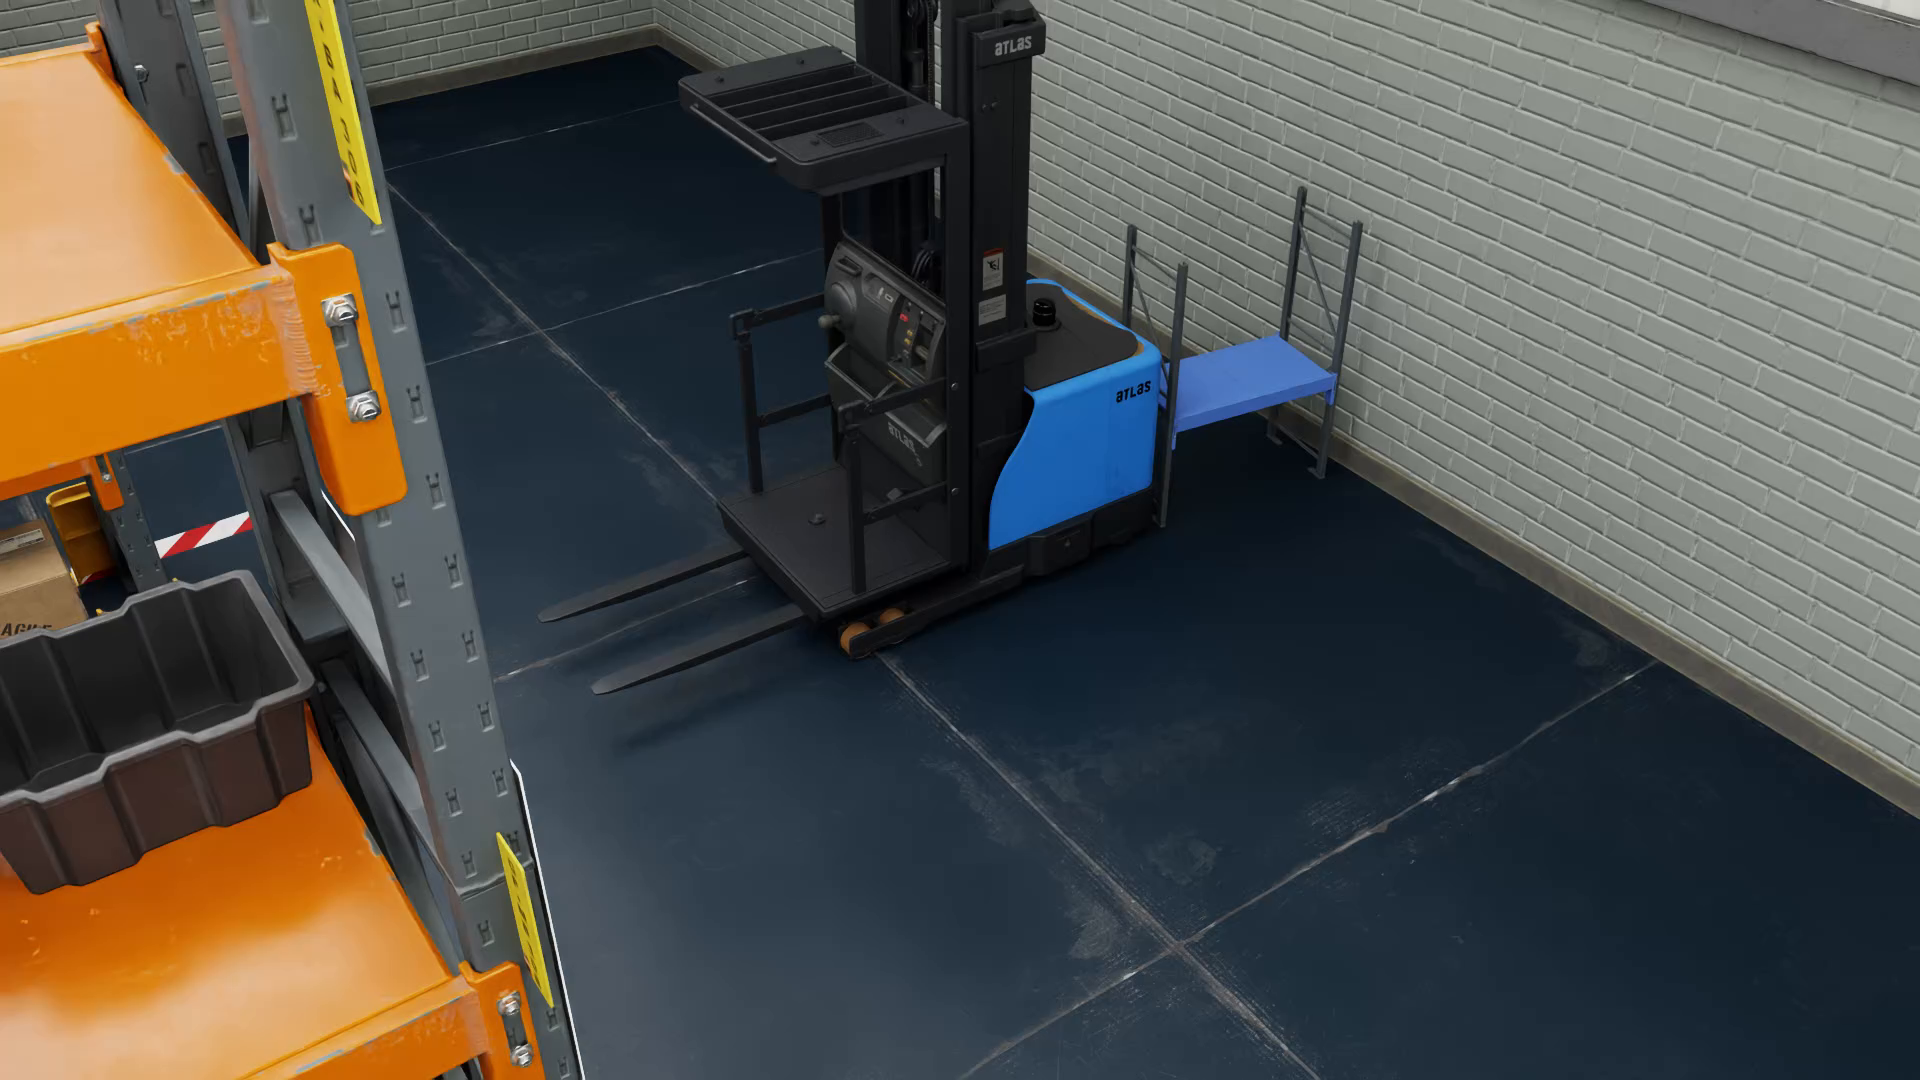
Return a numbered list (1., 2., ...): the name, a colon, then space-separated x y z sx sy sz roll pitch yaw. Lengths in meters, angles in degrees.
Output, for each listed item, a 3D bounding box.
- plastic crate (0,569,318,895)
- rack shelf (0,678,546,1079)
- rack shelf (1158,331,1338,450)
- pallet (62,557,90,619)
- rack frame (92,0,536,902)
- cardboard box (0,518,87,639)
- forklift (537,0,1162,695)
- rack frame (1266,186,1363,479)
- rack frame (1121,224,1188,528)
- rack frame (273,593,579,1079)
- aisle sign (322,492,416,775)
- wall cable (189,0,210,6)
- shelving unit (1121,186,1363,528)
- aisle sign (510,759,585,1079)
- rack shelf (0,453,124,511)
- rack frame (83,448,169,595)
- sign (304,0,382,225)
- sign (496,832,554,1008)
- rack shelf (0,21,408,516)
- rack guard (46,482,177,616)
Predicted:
1. plastic crate: -1.501 0.362 3.034 0.590 0.269 0.497 -22 41 -28
2. rack shelf: -2.661 1.277 2.266 4.000 0.370 1.077 -22 41 -28
3. rack shelf: 1.399 -0.792 8.688 1.000 0.185 0.538 -16 39 -21
4. pallet: -4.590 0.591 7.561 1.213 0.211 1.003 -22 41 -28
5. rack frame: -1.026 -0.905 2.115 0.127 3.000 1.000 -22 41 -28
6. cardboard box: -4.179 0.301 7.339 0.500 0.500 0.500 -22 41 -28
7. forklift: -0.517 -0.988 7.427 3.031 2.935 1.130 -21 41 -27
8. rack frame: 1.854 -1.071 8.768 0.032 1.500 0.500 -16 39 -21
9. rack frame: 0.945 -0.805 8.398 0.032 1.500 0.500 -16 39 -21
10. rack frame: -1.026 1.530 3.867 0.127 3.000 1.000 -22 41 -28
11. aisle sign: -1.139 0.309 3.339 0.004 0.787 0.394 -22 41 -28
12. wall cable: -6.232 -4.493 11.371 1.851 1.984 0.084 -22 41 -28
13. shelving unit: 1.399 -0.938 8.583 1.048 1.500 0.538 -16 39 -21
14. aisle sign: -0.799 0.590 2.947 0.004 0.787 0.394 -22 41 -28
15. rack shelf: -5.511 0.130 6.430 4.000 0.370 1.077 -22 41 -28
16. rack frame: -3.877 -0.835 7.156 0.127 3.000 1.000 -22 41 -28
17. sign: -0.696 -0.517 1.852 0.005 0.325 0.100 -22 41 -28
18. sign: -0.696 0.612 2.664 0.005 0.325 0.100 -22 41 -28
19. rack shelf: -2.661 0.222 1.507 4.000 0.370 1.077 -22 41 -28
20. rack guard: -3.939 0.205 7.850 0.348 0.500 1.175 -22 41 -28
